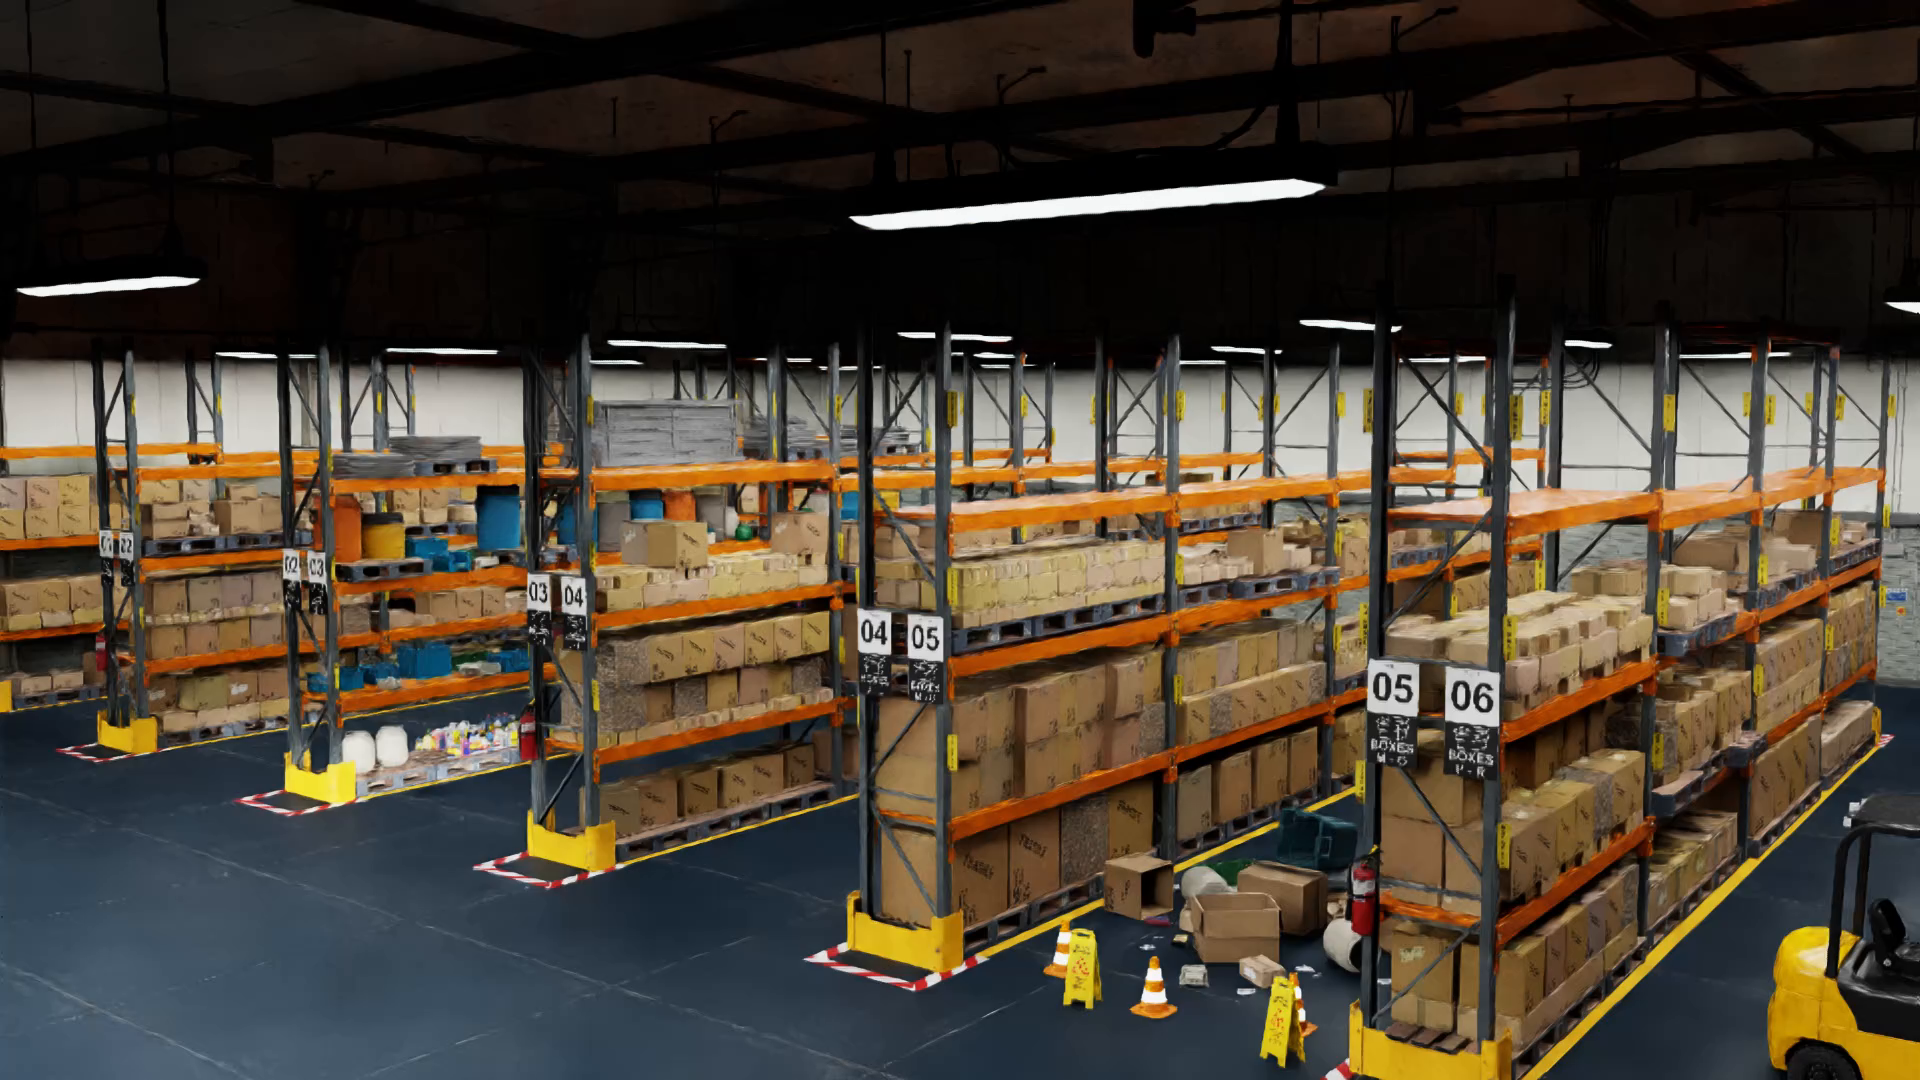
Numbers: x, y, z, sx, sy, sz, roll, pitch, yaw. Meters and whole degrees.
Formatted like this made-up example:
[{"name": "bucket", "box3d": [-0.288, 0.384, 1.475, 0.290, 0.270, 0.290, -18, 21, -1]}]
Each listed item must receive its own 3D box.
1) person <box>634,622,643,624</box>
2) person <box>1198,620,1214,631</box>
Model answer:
[{"name": "person", "box3d": [-5.440, 1.821, 27.957, 0.443, 1.787, 0.600, 1, 5, 7]}, {"name": "person", "box3d": [3.937, 2.014, 26.485, 0.387, 1.685, 0.525, 1, 5, 13]}]
